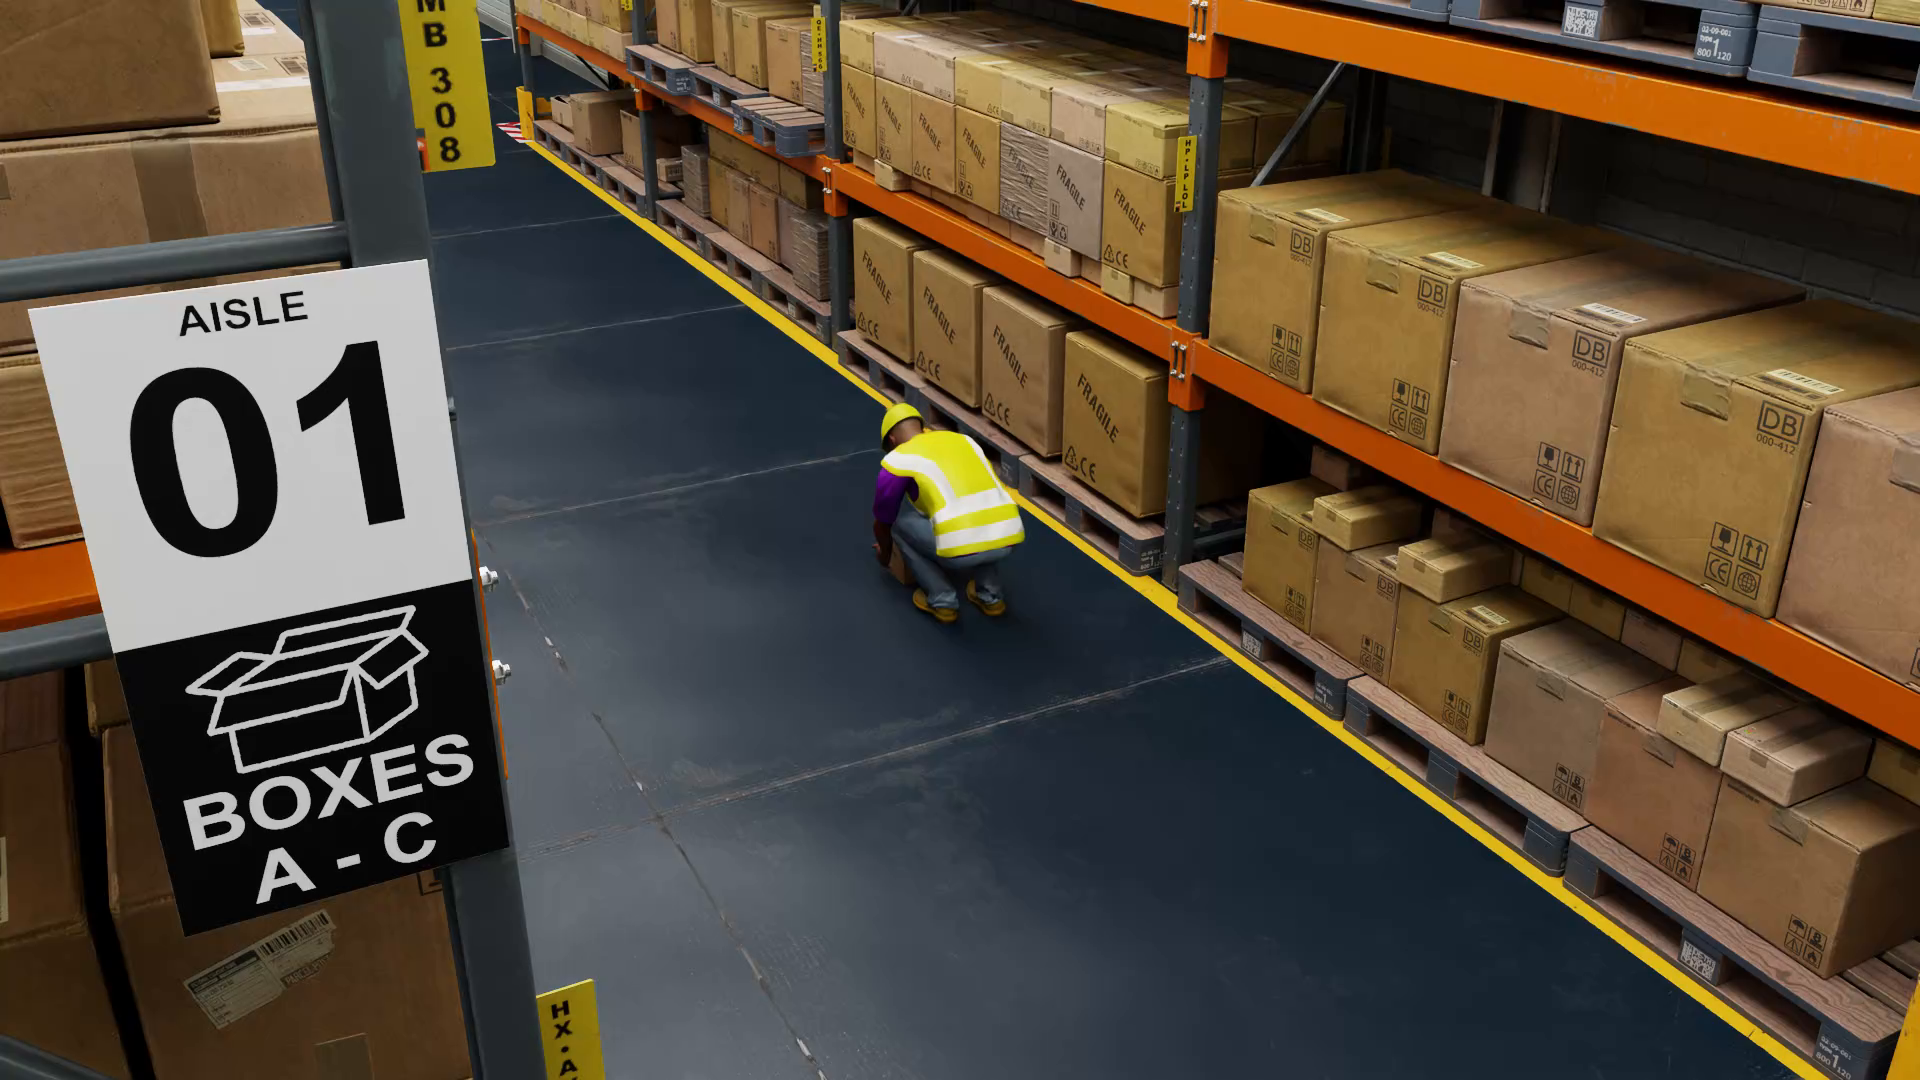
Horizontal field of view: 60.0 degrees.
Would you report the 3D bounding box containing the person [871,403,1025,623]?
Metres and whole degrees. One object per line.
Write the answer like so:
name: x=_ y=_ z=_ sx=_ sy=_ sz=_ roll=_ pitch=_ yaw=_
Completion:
person: x=-0.093 y=-0.115 z=7.839 sx=0.567 sy=0.903 sz=0.896 roll=-13 pitch=28 yaw=-25
